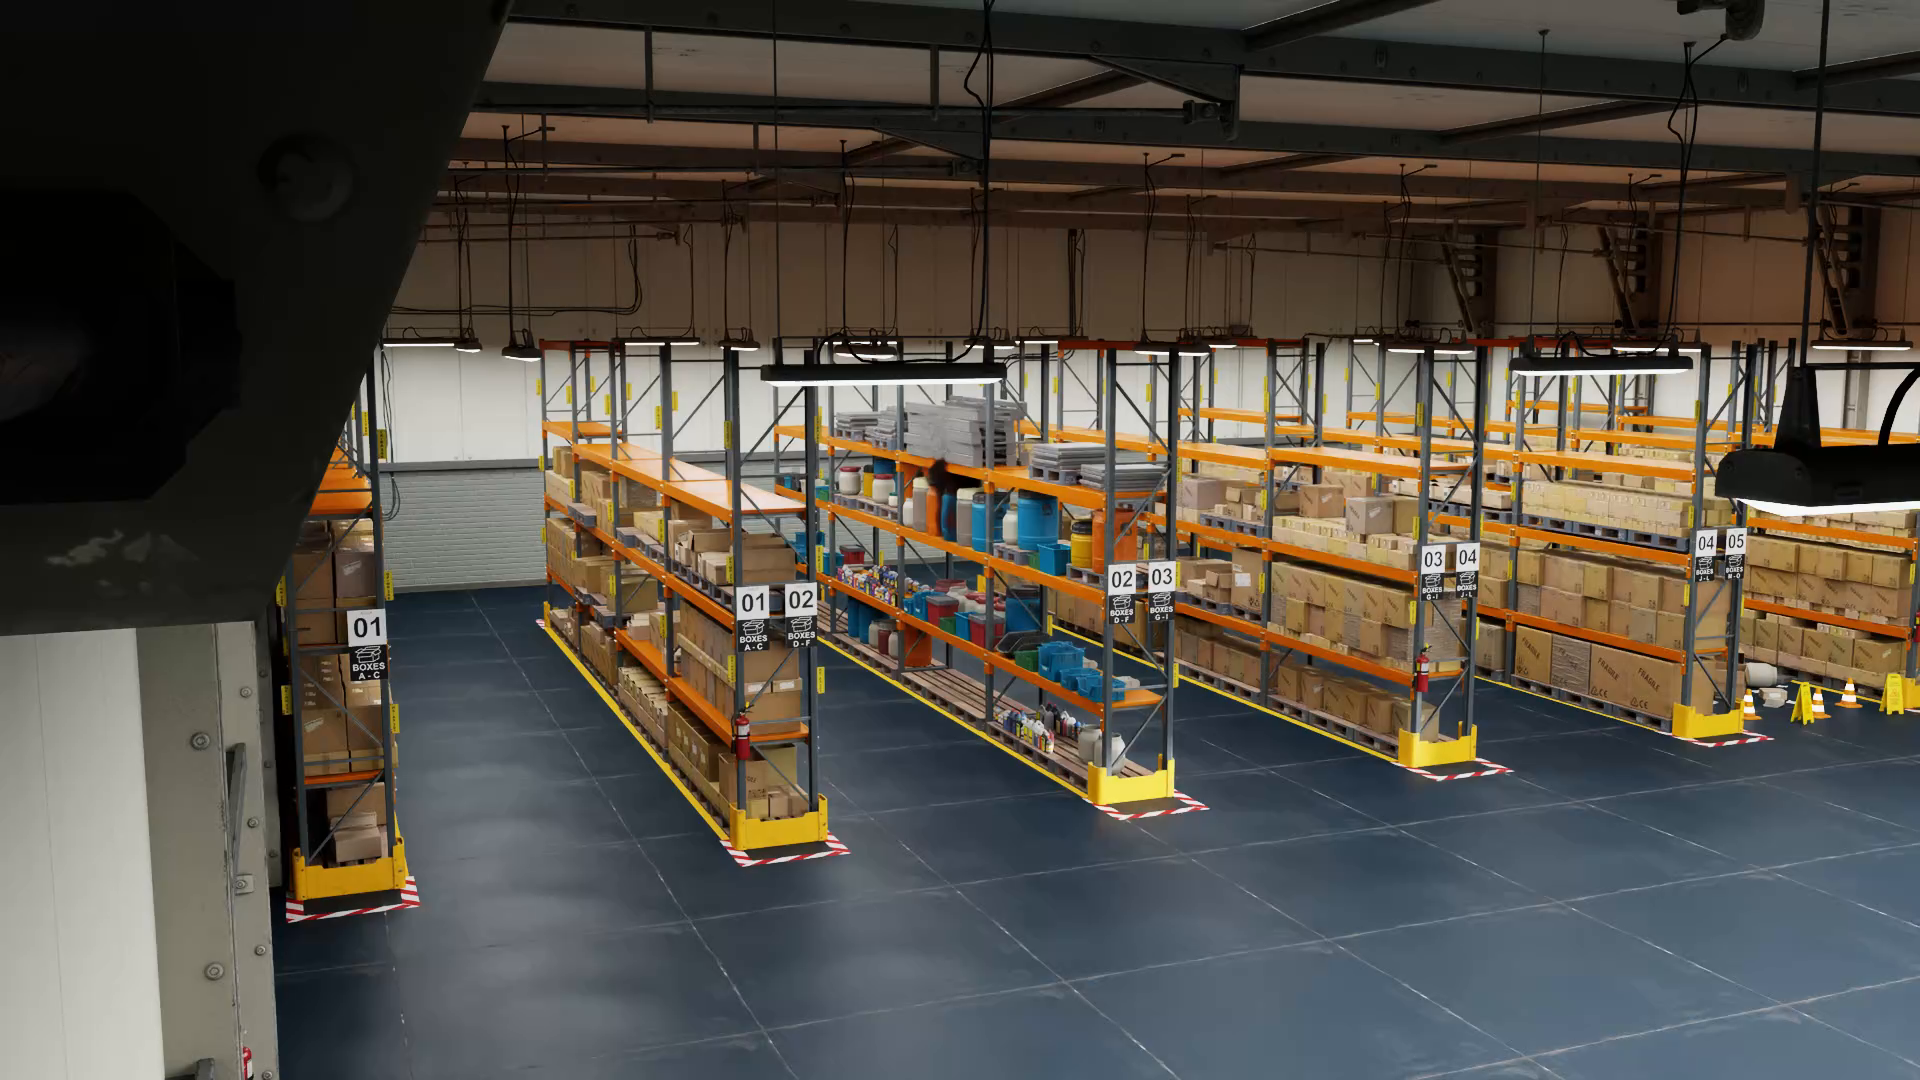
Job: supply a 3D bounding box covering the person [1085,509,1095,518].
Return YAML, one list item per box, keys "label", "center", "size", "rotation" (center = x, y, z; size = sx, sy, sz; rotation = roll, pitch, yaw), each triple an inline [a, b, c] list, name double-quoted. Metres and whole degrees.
- label: "person"
  center: [3.290, 0.027, 41.980]
  size: [0.719, 1.804, 0.687]
  rotation: [-2, 8, -13]
